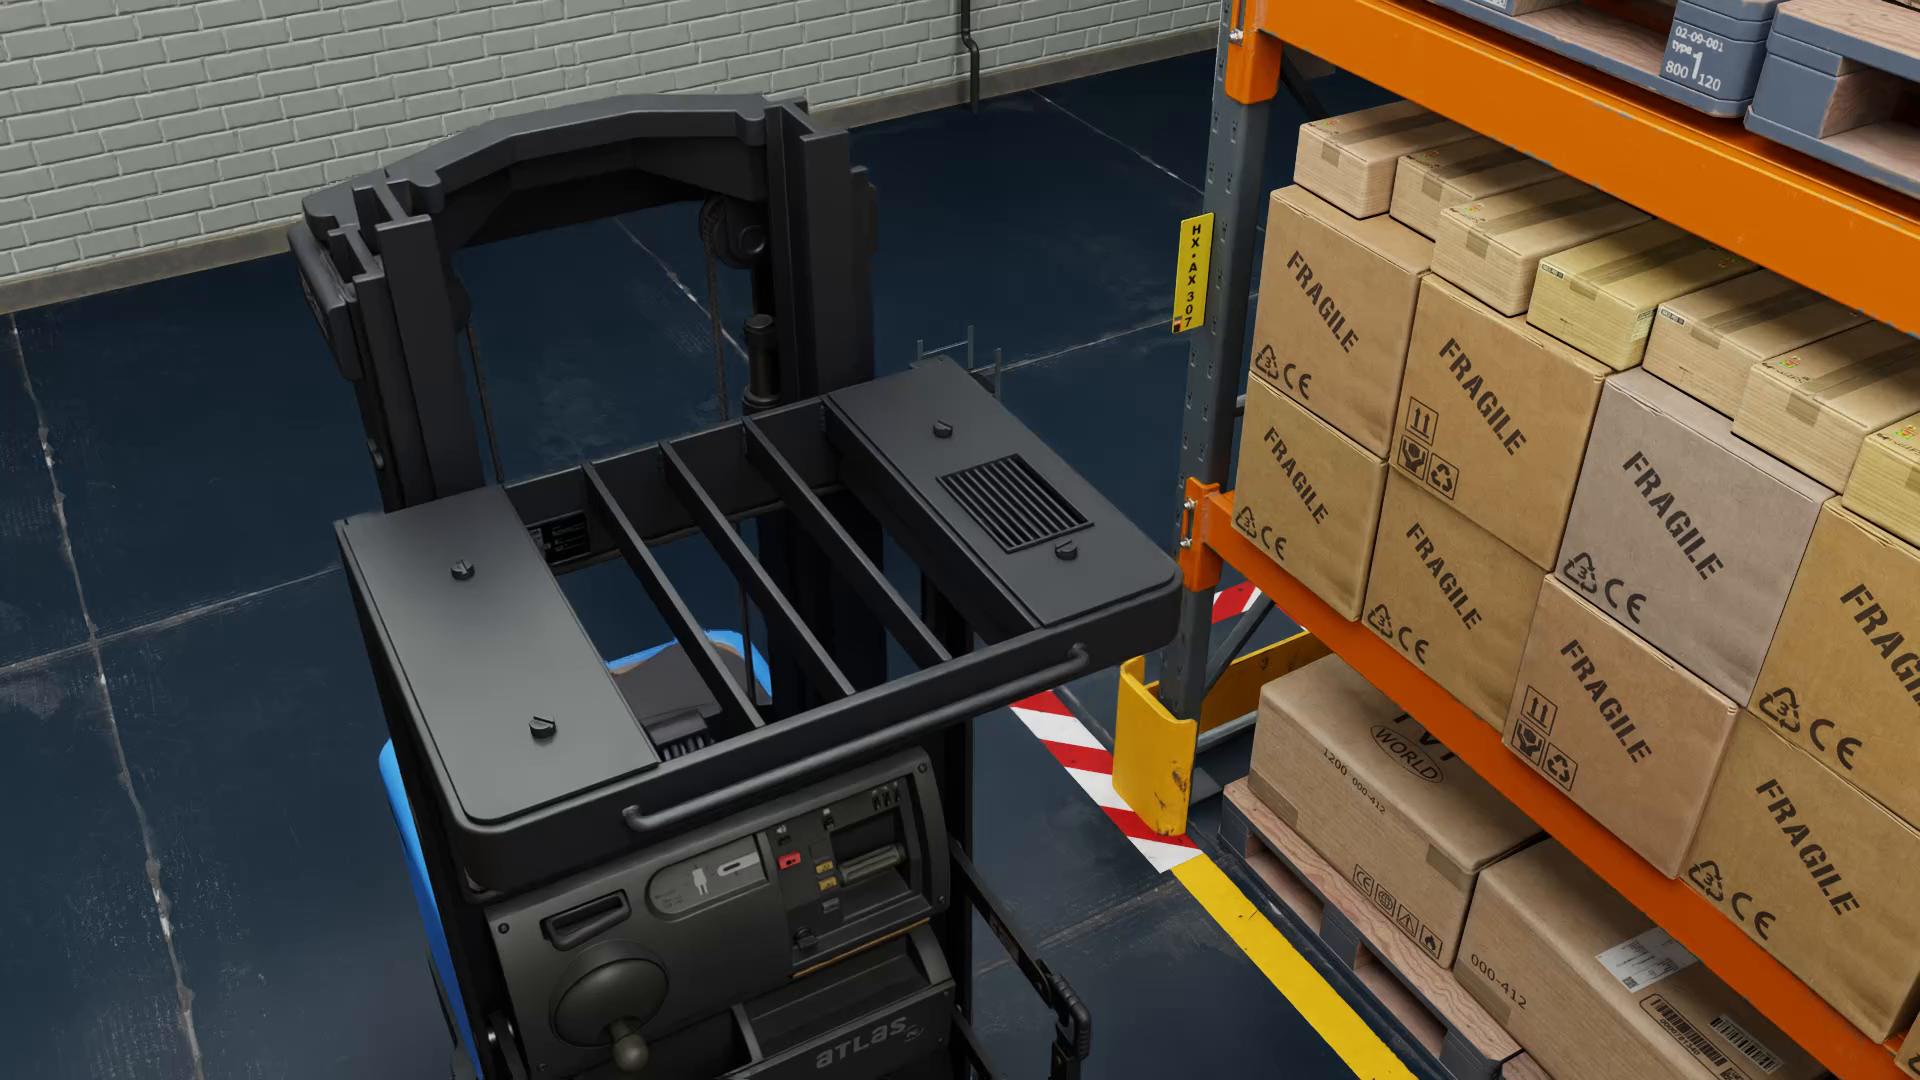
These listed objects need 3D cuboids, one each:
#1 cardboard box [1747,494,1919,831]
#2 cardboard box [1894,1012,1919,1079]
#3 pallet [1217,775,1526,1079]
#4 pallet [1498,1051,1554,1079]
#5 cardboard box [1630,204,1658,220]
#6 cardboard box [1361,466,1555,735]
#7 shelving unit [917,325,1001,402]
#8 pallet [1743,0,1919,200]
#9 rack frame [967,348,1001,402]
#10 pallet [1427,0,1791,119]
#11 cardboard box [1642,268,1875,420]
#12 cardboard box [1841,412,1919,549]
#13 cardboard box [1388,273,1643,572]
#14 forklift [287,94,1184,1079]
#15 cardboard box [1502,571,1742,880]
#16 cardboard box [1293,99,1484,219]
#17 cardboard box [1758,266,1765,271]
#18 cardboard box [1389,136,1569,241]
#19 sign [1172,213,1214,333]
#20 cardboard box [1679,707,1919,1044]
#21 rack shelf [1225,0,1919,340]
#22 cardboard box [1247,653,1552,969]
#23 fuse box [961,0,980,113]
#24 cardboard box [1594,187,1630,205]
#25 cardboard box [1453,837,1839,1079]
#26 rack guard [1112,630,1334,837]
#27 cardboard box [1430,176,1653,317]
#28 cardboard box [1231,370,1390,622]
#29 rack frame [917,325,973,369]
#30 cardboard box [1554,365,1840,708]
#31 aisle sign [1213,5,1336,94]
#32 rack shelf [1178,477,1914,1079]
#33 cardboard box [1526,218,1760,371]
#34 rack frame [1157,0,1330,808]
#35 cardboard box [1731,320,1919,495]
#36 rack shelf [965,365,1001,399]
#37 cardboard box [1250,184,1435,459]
[{"bbox_3d":[1.870,0.184,3.022,0.500,0.500,0.500,-19,40,-24],"label":"cardboard box"},{"bbox_3d":[2.120,0.849,2.959,0.500,0.500,0.500,-20,40,-25],"label":"cardboard box"},{"bbox_3d":[1.562,1.034,5.155,1.003,0.211,1.213,-19,40,-24],"label":"pallet"},{"bbox_3d":[2.171,1.656,4.304,1.003,0.211,1.213,-19,40,-24],"label":"pallet"},{"bbox_3d":[1.797,-0.830,3.861,0.380,0.149,0.250,-19,40,-24],"label":"cardboard box"},{"bbox_3d":[1.364,0.063,4.036,0.500,0.500,0.500,-19,40,-25],"label":"cardboard box"},{"bbox_3d":[-0.004,-0.368,6.490,0.258,0.900,0.210,-19,40,-24],"label":"shelving unit"},{"bbox_3d":[2.091,-0.654,2.634,1.003,0.211,1.213,-19,40,-24],"label":"pallet"},{"bbox_3d":[0.047,-0.316,6.419,0.240,0.900,0.006,-19,40,-24],"label":"rack frame"},{"bbox_3d":[1.474,-1.277,3.487,1.003,0.211,1.213,-19,40,-24],"label":"pallet"},{"bbox_3d":[1.582,-0.393,3.263,0.380,0.149,0.250,-19,40,-23],"label":"cardboard box"},{"bbox_3d":[1.774,-0.116,2.884,0.380,0.149,0.250,-20,41,-25],"label":"cardboard box"},{"bbox_3d":[1.353,-0.330,3.726,0.500,0.500,0.500,-20,41,-25],"label":"cardboard box"},{"bbox_3d":[-0.348,0.804,3.164,1.130,2.935,3.031,-18,40,-23],"label":"forklift"},{"bbox_3d":[1.604,0.327,3.674,0.500,0.500,0.500,-19,40,-24],"label":"cardboard box"},{"bbox_3d":[1.032,-0.920,3.983,0.380,0.149,0.250,-18,40,-23],"label":"cardboard box"},{"bbox_3d":[1.888,-0.689,3.668,0.380,0.149,0.250,-18,40,-23],"label":"cardboard box"},{"bbox_3d":[1.225,-0.807,3.829,0.380,0.149,0.250,-18,40,-23],"label":"cardboard box"},{"bbox_3d":[0.610,-0.697,4.360,0.100,0.325,0.005,-19,40,-24],"label":"sign"},{"bbox_3d":[1.870,0.578,3.331,0.500,0.500,0.500,-18,40,-22],"label":"cardboard box"},{"bbox_3d":[2.097,-0.377,2.790,1.077,0.370,4.000,-19,40,-24],"label":"rack shelf"},{"bbox_3d":[1.511,0.695,5.071,0.875,0.438,0.875,-20,41,-25],"label":"cardboard box"},{"bbox_3d":[0.129,-3.373,9.917,0.539,1.711,0.414,-19,40,-24],"label":"fuse box"},{"bbox_3d":[1.594,-0.937,4.007,0.380,0.149,0.250,-18,40,-23],"label":"cardboard box"},{"bbox_3d":[1.978,1.160,4.435,0.875,0.438,0.875,-18,40,-23],"label":"cardboard box"},{"bbox_3d":[1.081,0.521,5.613,1.175,0.500,0.348,-19,40,-24],"label":"rack guard"},{"bbox_3d":[1.256,-0.641,3.601,0.380,0.149,0.250,-18,40,-23],"label":"cardboard box"},{"bbox_3d":[1.086,-0.187,4.378,0.500,0.500,0.500,-19,40,-24],"label":"cardboard box"},{"bbox_3d":[-0.055,-0.419,6.561,0.240,0.900,0.006,-19,40,-24],"label":"rack frame"},{"bbox_3d":[1.619,-0.070,3.370,0.500,0.500,0.500,-19,40,-24],"label":"cardboard box"},{"bbox_3d":[0.806,-1.477,4.025,0.394,0.787,0.004,-19,40,-24],"label":"aisle sign"},{"bbox_3d":[2.097,0.834,3.675,1.077,0.370,4.000,-19,40,-24],"label":"rack shelf"},{"bbox_3d":[1.404,-0.512,3.425,0.380,0.149,0.250,-20,41,-25],"label":"cardboard box"},{"bbox_3d":[1.093,-0.477,4.859,1.000,3.000,0.127,-19,40,-24],"label":"rack frame"},{"bbox_3d":[1.671,-0.254,3.072,0.380,0.149,0.250,-19,40,-24],"label":"cardboard box"},{"bbox_3d":[-0.004,-0.559,6.351,0.258,0.077,0.200,-19,40,-24],"label":"rack shelf"},{"bbox_3d":[1.088,-0.592,4.084,0.500,0.500,0.500,-20,41,-25],"label":"cardboard box"}]
